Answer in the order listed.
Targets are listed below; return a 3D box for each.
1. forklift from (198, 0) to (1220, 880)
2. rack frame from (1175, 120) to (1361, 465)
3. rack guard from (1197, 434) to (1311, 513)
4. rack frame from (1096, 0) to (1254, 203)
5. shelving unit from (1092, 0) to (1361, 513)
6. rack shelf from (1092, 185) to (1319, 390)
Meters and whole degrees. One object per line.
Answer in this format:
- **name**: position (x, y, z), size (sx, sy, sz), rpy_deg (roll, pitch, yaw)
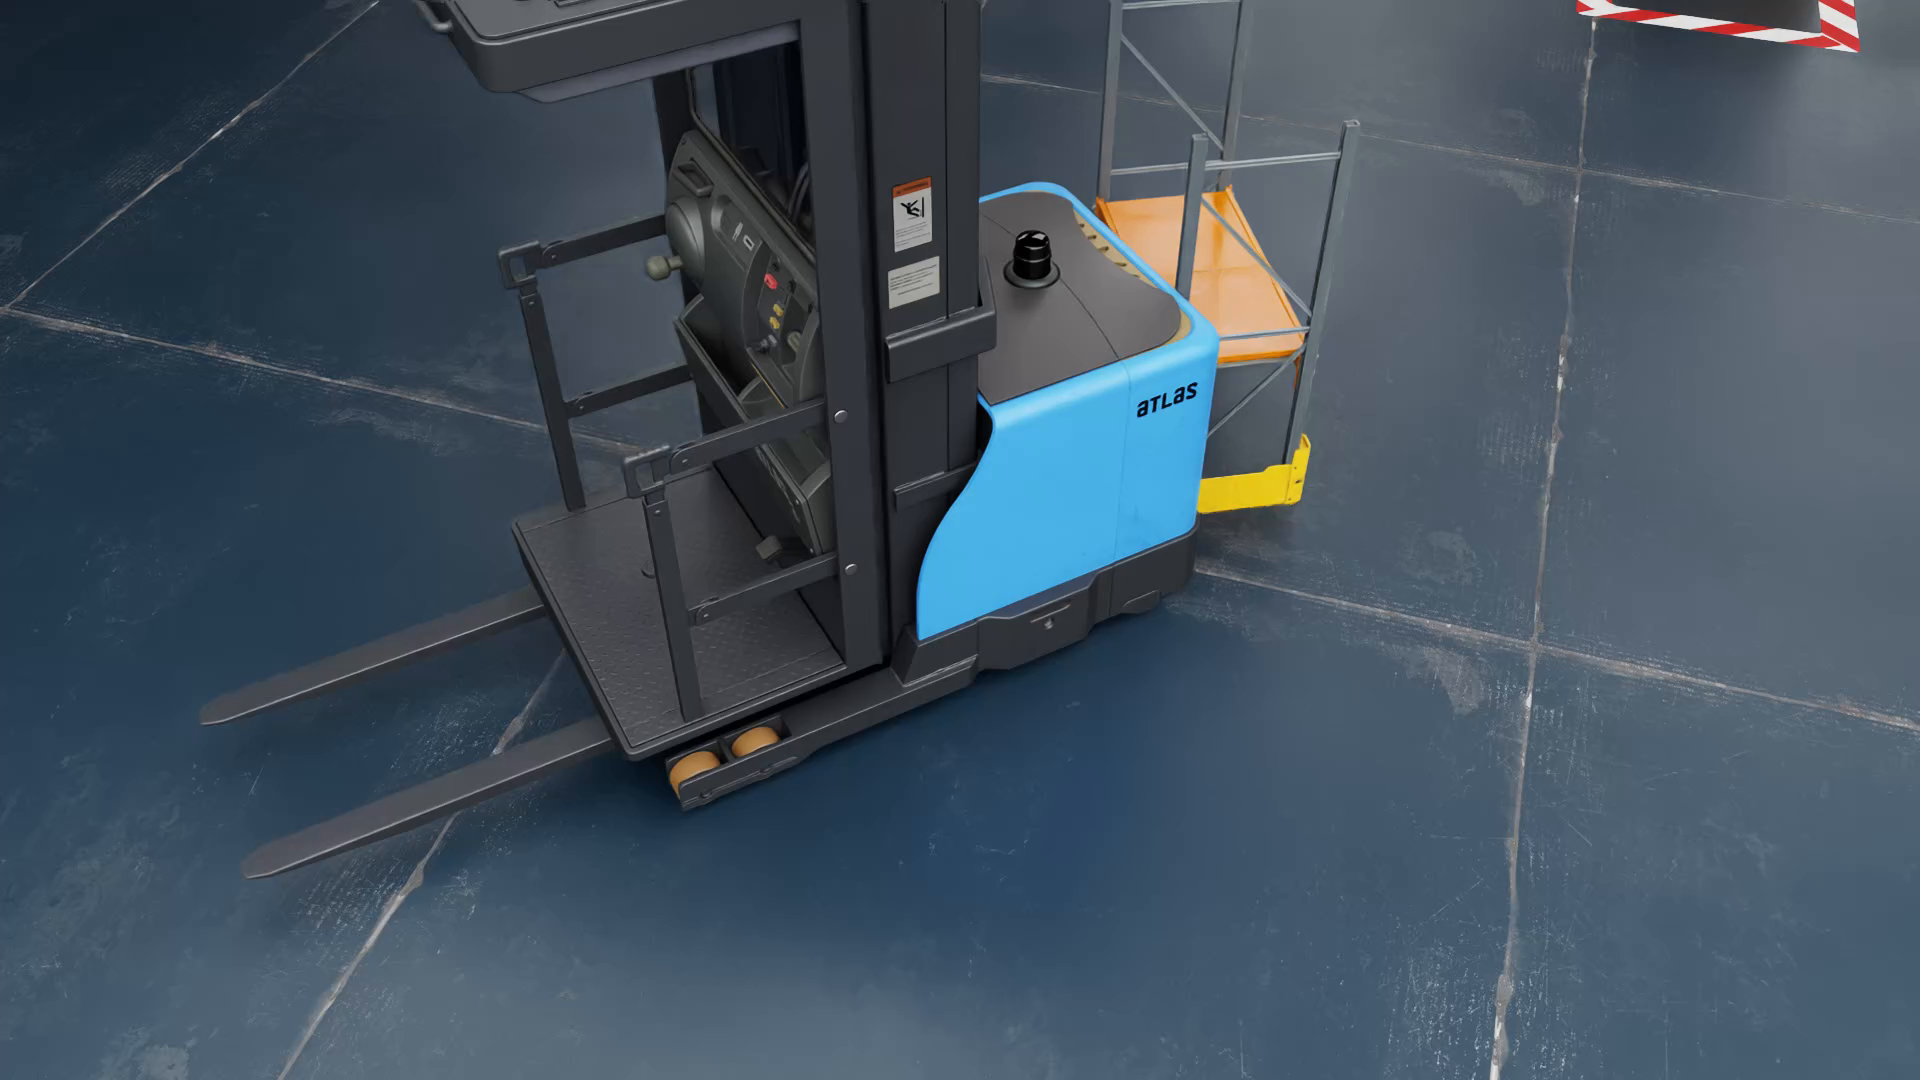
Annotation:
- **forklift**: position (-0.765, -0.684, 4.353), size (3.031, 2.935, 1.130), rpy_deg (-21, 48, -20)
- **rack frame**: position (0.918, -0.653, 5.345), size (0.500, 1.500, 0.032), rpy_deg (-7, 45, -7)
- **rack guard**: position (0.914, -0.220, 5.796), size (0.587, 0.250, 0.087), rpy_deg (-7, 45, -7)
- **rack frame**: position (0.748, -1.355, 6.062), size (0.500, 1.500, 0.032), rpy_deg (-7, 45, -7)
- **shelving unit**: position (0.831, -1.010, 5.710), size (0.587, 1.500, 1.083), rpy_deg (-7, 45, -7)
- **rack shelf**: position (0.833, -0.875, 5.829), size (0.538, 0.185, 1.000), rpy_deg (-7, 45, -7)
